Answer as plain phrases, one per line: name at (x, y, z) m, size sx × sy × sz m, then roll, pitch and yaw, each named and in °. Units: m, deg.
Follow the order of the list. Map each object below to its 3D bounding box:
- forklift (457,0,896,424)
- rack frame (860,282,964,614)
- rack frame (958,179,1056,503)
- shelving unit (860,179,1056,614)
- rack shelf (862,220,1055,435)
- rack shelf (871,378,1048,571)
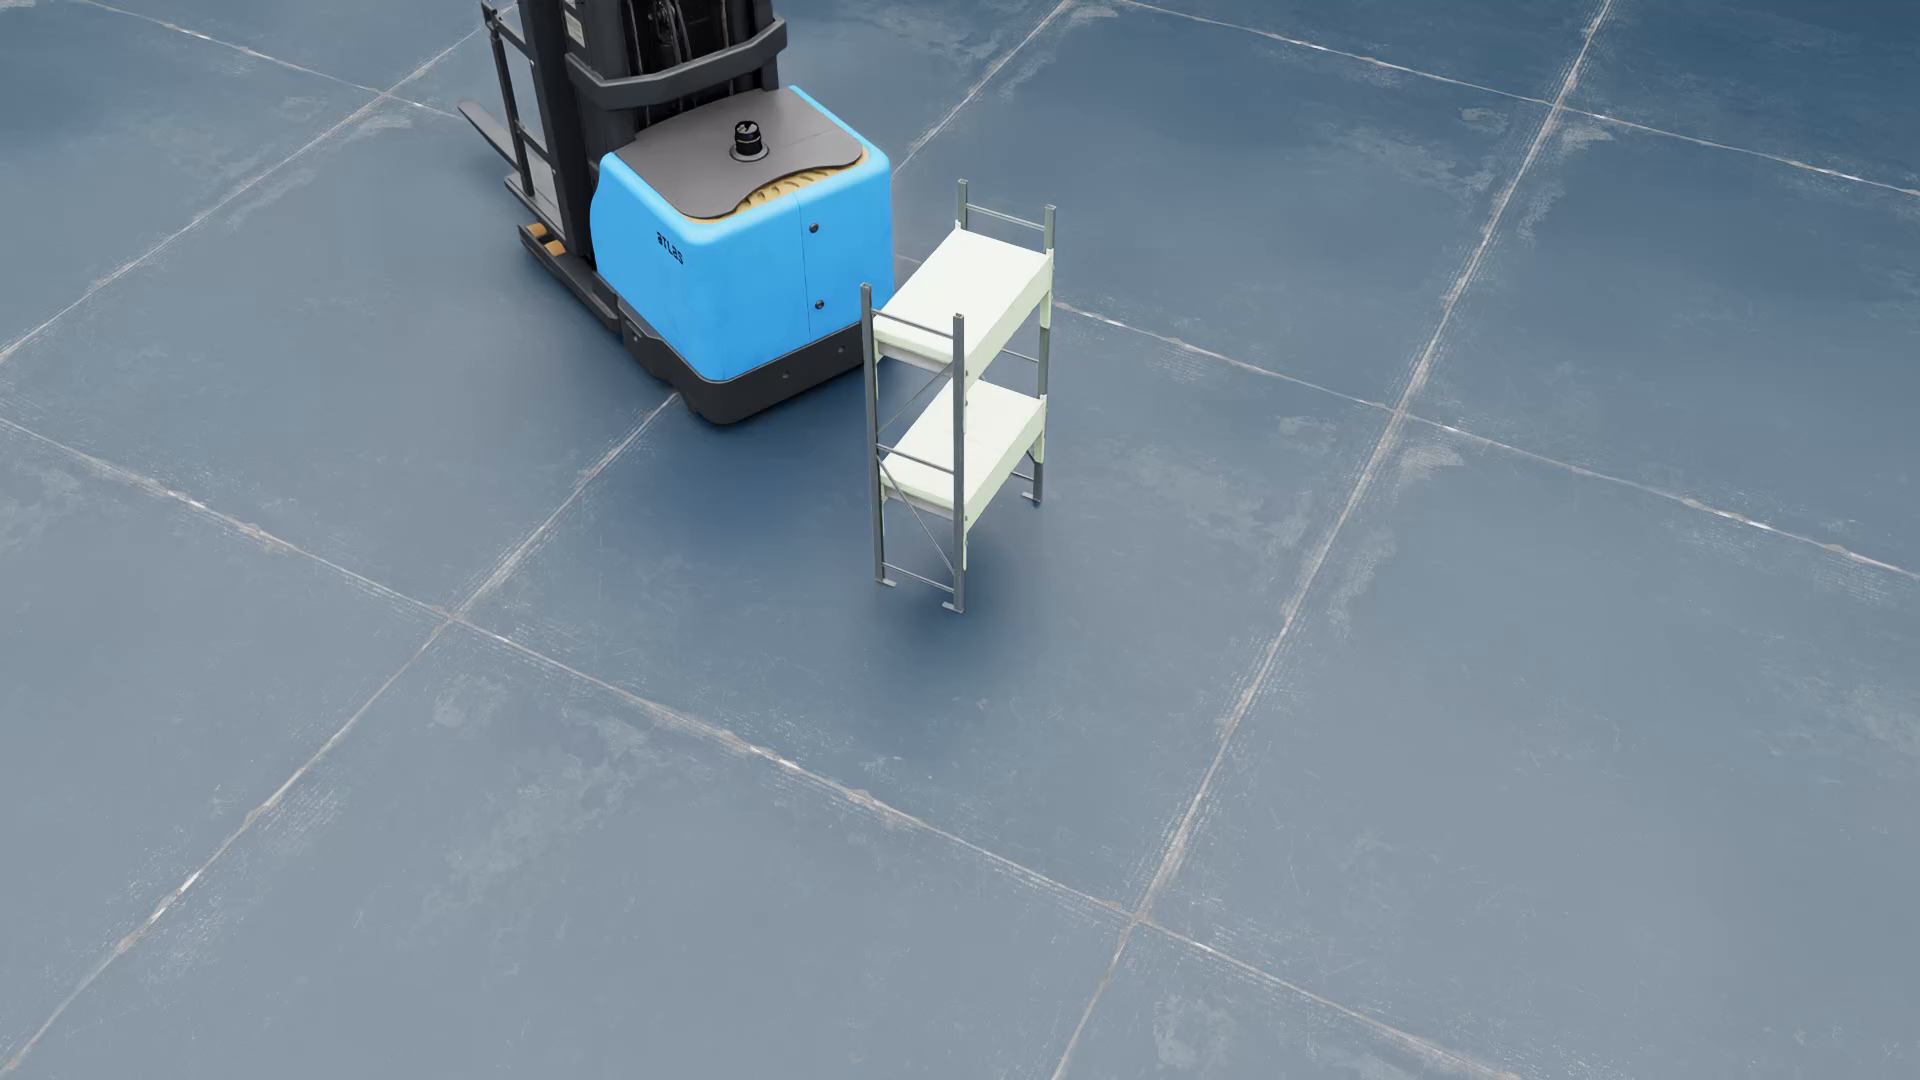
forklift at (-1.573, -2.552, 7.491) m, size 1.130 × 2.935 × 3.031 m, roll -28°, pitch 52°, yaw -25°
rack frame at (-0.167, -0.301, 6.273) m, size 0.400 × 1.500 × 0.023 m, roll 20°, pitch 49°, yaw 19°
rack frame at (0.173, -0.762, 6.729) m, size 0.400 × 1.500 × 0.023 m, roll 20°, pitch 49°, yaw 19°
shelving unit at (0.003, -0.531, 6.501) m, size 0.431 × 1.500 × 0.755 m, roll 20°, pitch 49°, yaw 19°
rack shelf at (0.003, -0.806, 6.223) m, size 0.431 × 0.370 × 0.720 m, roll 20°, pitch 49°, yaw 19°
rack shelf at (0.003, -0.302, 6.732) m, size 0.431 × 0.370 × 0.720 m, roll 20°, pitch 49°, yaw 19°
